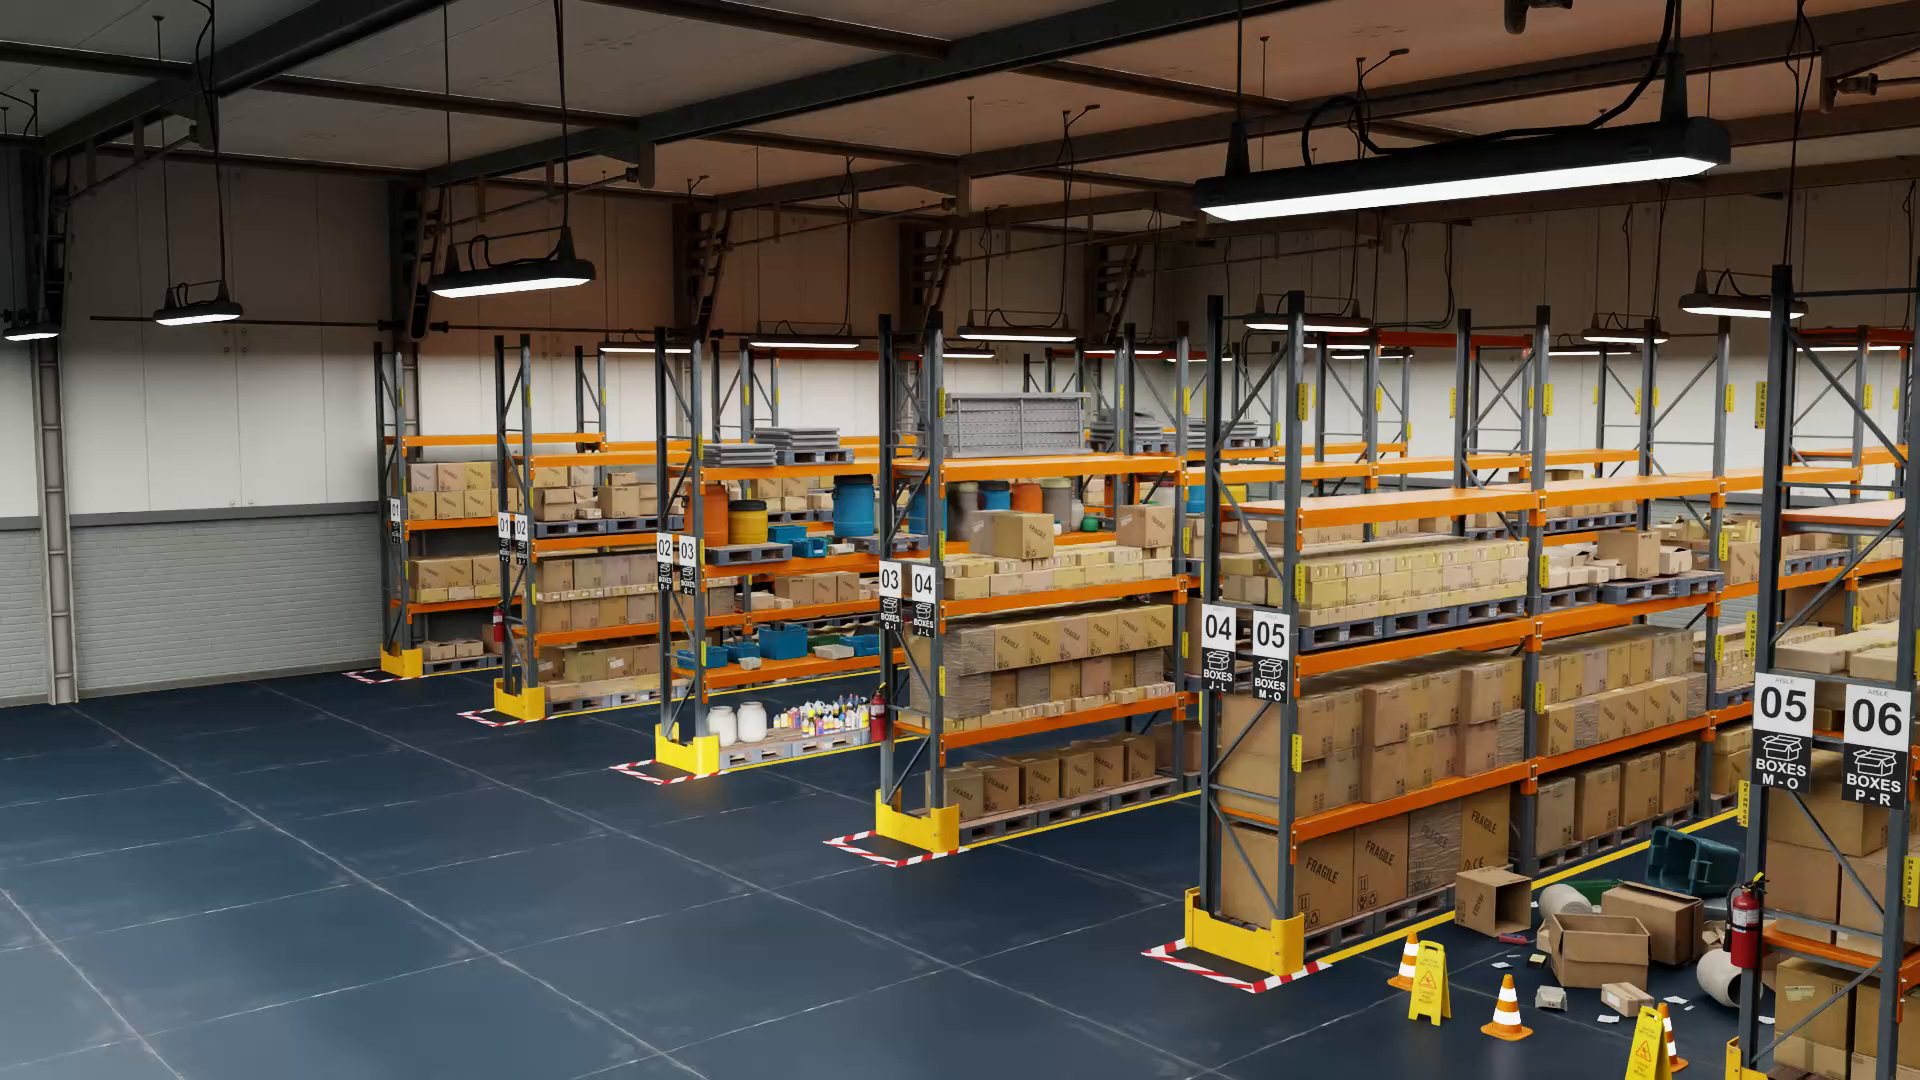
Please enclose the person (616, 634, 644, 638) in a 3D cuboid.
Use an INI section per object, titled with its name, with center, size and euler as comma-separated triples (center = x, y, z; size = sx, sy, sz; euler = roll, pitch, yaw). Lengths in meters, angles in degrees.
[person]
center = -5.805, 1.688, 29.316
size = 0.684, 1.649, 0.605
euler = -1, 5, -15
